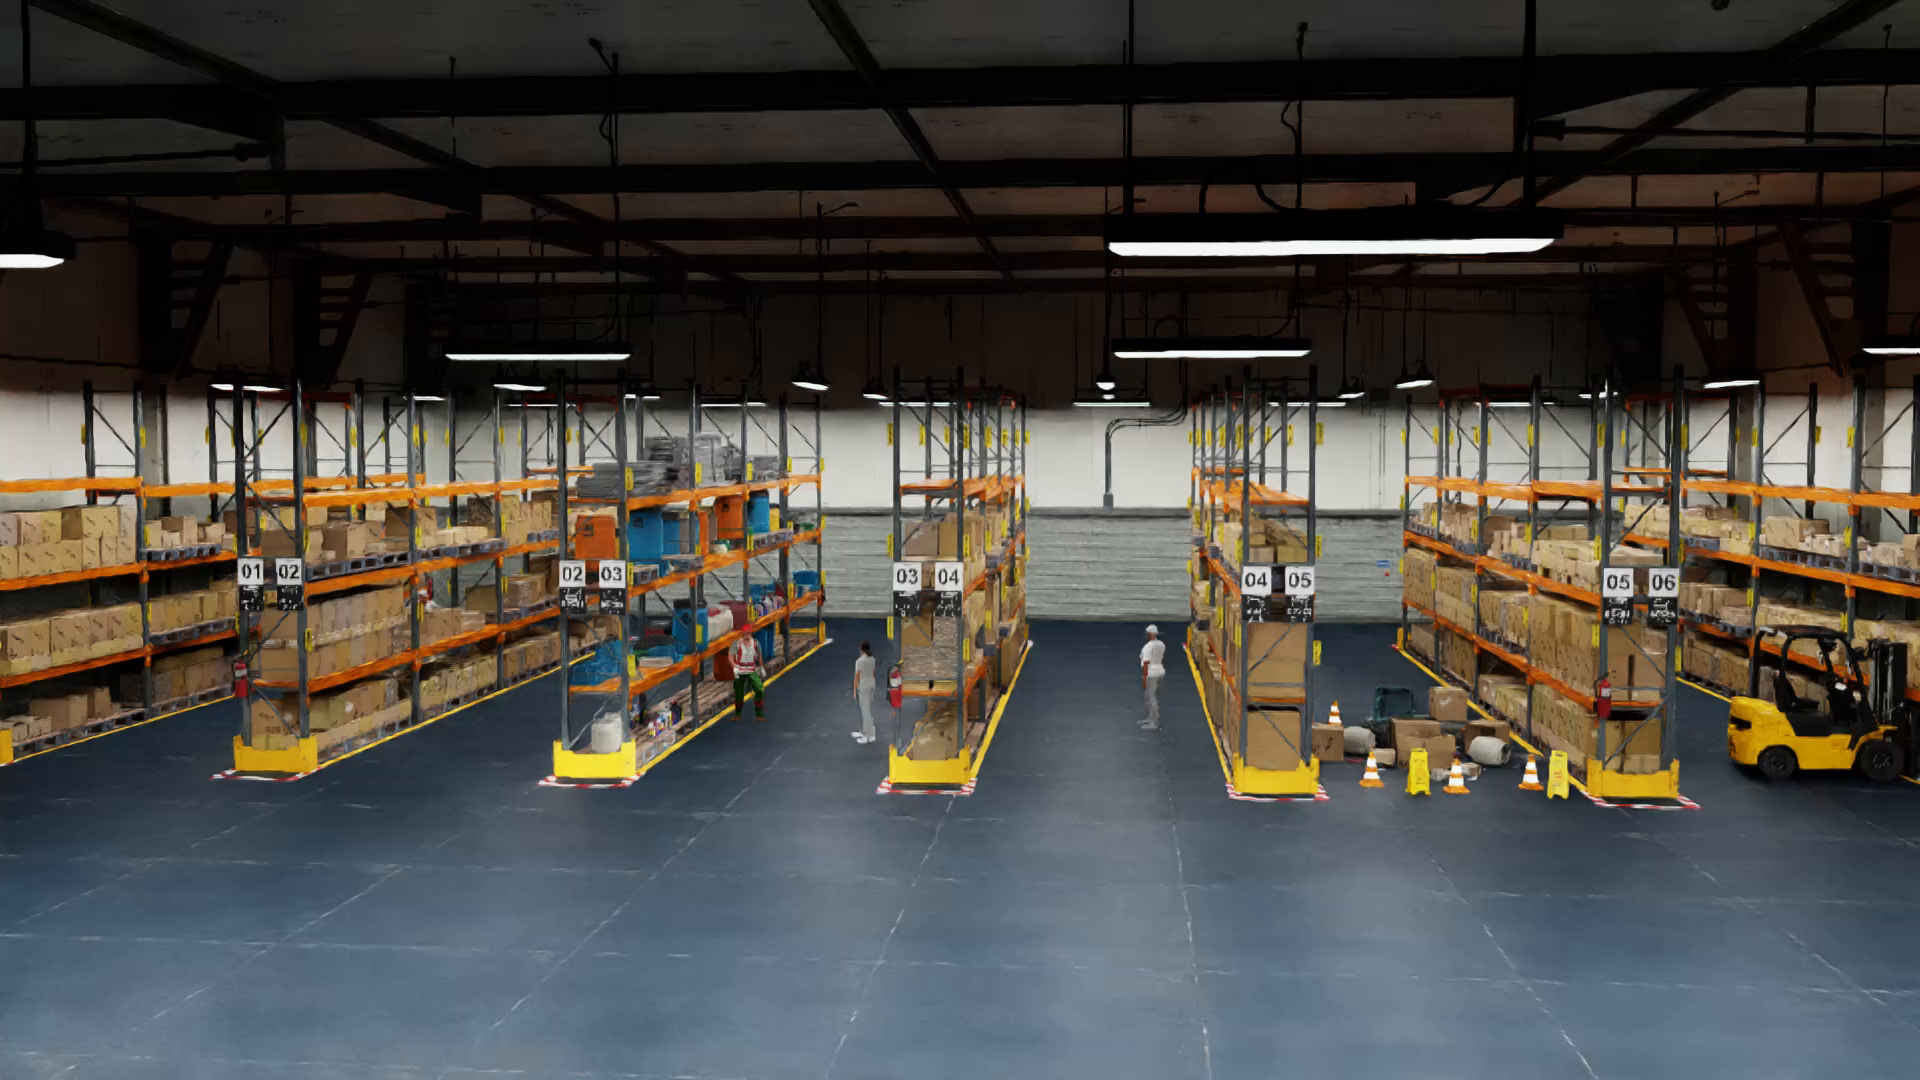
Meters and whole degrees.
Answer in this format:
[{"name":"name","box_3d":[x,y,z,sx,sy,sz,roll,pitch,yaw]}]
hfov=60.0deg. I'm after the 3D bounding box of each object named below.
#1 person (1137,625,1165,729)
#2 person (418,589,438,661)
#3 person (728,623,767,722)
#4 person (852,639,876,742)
[{"name":"person","box_3d":[3.250,2.330,28.558,0.502,1.764,0.624,3,4,36]},{"name":"person","box_3d":[-11.558,1.909,35.915,0.677,1.742,0.547,0,4,4]},{"name":"person","box_3d":[-3.735,2.316,29.148,0.672,1.743,0.718,-1,4,-16]},{"name":"person","box_3d":[-1.582,2.453,27.345,0.575,1.665,0.577,2,4,30]}]
